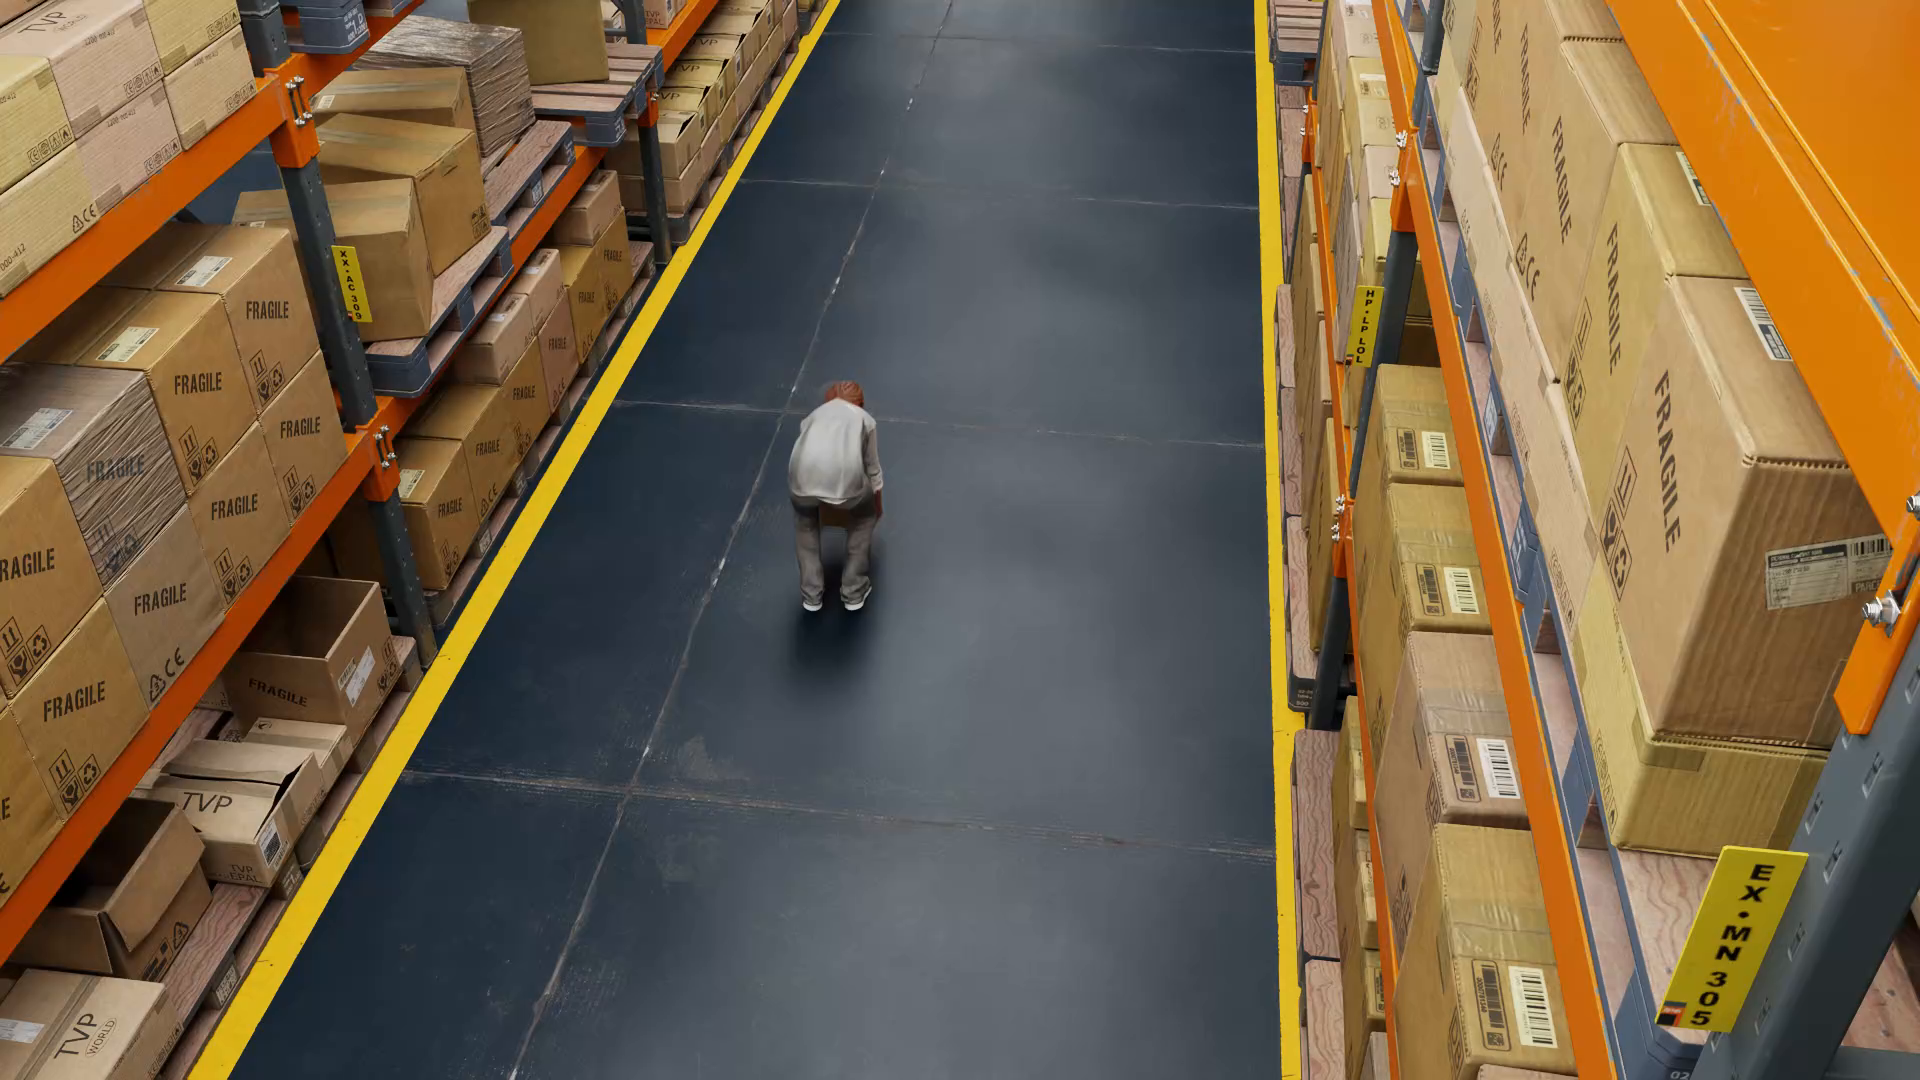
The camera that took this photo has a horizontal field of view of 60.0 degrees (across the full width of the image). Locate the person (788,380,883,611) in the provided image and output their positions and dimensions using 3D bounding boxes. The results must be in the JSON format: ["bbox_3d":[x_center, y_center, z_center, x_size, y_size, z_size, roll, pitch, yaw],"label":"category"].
[{"bbox_3d":[-0.575,-0.216,7.853,0.398,0.980,0.871,3,37,4],"label":"person"}]
